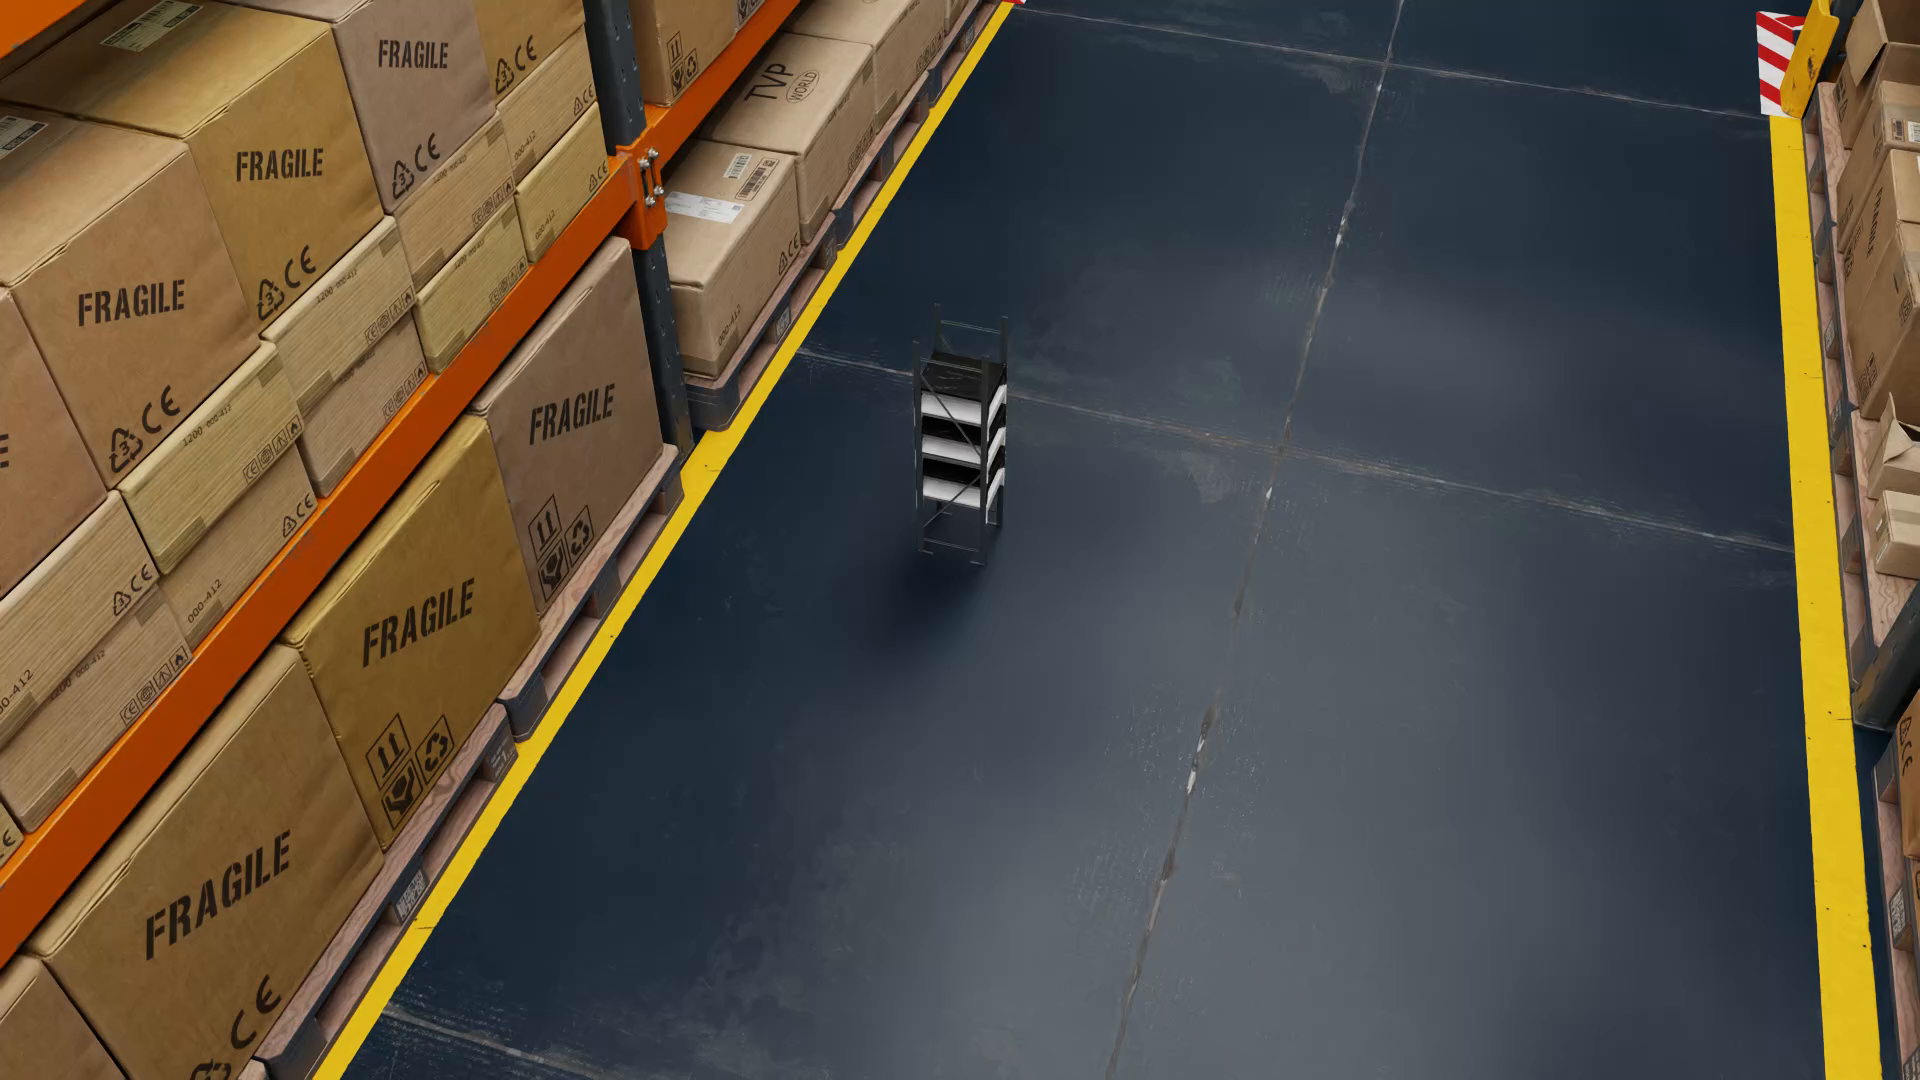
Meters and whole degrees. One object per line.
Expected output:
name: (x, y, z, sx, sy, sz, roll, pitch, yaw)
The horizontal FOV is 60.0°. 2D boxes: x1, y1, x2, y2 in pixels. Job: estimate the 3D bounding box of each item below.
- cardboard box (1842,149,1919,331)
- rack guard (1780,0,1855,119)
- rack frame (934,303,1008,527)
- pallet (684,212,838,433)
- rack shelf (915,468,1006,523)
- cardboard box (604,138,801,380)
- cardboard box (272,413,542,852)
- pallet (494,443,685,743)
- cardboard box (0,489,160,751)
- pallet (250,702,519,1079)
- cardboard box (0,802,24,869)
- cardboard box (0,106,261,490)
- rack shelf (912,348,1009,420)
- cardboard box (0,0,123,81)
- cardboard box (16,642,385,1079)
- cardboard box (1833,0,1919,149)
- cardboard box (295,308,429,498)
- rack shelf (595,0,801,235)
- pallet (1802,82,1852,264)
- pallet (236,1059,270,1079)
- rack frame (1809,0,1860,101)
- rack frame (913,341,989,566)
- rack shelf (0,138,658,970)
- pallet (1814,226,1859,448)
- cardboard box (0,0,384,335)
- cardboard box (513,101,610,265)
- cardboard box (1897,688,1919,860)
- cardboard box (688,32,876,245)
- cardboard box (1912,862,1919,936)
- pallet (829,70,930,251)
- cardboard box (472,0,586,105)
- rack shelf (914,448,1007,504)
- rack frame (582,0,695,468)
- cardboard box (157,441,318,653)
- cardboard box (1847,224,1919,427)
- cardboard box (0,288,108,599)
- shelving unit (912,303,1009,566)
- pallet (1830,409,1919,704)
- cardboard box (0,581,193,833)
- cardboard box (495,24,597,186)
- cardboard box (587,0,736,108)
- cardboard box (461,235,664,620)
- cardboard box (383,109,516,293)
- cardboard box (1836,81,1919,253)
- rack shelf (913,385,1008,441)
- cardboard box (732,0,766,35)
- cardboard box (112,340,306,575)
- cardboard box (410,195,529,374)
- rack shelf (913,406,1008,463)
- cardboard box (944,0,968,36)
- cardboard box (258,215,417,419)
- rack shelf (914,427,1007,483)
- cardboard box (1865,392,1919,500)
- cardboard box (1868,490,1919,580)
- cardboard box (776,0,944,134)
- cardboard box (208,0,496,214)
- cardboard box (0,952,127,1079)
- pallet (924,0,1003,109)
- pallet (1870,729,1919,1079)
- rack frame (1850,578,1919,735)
cardboard box: (3.650, -1.072, 6.188, 0.500, 0.500, 0.500, 13, 46, 13)
rack guard: (4.454, -2.152, 7.592, 1.175, 0.500, 0.348, 13, 46, 13)
rack frame: (0.033, -0.395, 5.510, 0.240, 0.900, 0.006, 13, 46, 12)
pallet: (-1.162, -0.972, 6.593, 1.003, 0.211, 1.213, 13, 46, 13)
rack shelf: (0.002, -0.175, 5.590, 0.258, 0.077, 0.200, 13, 46, 12)
cardboard box: (-1.174, -1.109, 6.270, 0.875, 0.438, 0.875, 12, 46, 12)
cardboard box: (-1.844, 0.165, 4.656, 0.875, 0.875, 0.875, 14, 46, 14)
pallet: (-1.628, 0.048, 5.550, 1.003, 0.211, 1.213, 13, 46, 13)
cardboard box: (-1.969, 0.103, 3.250, 0.500, 0.250, 0.500, 12, 46, 12)
pallet: (-1.996, 0.864, 4.716, 1.003, 0.211, 1.213, 13, 46, 13)
cardboard box: (-2.151, 0.622, 3.077, 0.500, 0.250, 0.500, 11, 46, 11)
cardboard box: (-1.827, -0.492, 3.322, 0.500, 0.500, 0.500, 13, 46, 13)
rack shelf: (0.002, -0.496, 5.275, 0.258, 0.077, 0.200, 13, 46, 12)
cardboard box: (-2.156, -0.961, 3.801, 0.500, 0.500, 0.500, 11, 46, 12)
cardboard box: (-2.115, 0.760, 4.047, 0.875, 0.875, 0.875, 13, 46, 13)
cardboard box: (4.201, -1.966, 7.099, 0.797, 0.503, 0.637, 11, 45, 11)
cardboard box: (-1.688, -0.401, 4.122, 0.500, 0.250, 0.500, 11, 46, 11)
rack shelf: (-0.861, -2.555, 6.730, 1.077, 0.370, 4.000, 13, 46, 13)
pallet: (4.213, -1.517, 7.150, 1.003, 0.211, 1.213, 13, 46, 13)
pallet: (-2.367, 1.675, 3.888, 1.003, 0.211, 1.213, 13, 46, 13)
rack frame: (4.477, -3.096, 6.769, 1.000, 3.000, 0.127, 13, 46, 13)
rack frame: (-0.028, -0.259, 5.372, 0.240, 0.900, 0.006, 13, 46, 12)
rack shelf: (-2.072, 0.112, 4.006, 1.077, 0.370, 4.000, 13, 46, 13)
pallet: (3.842, -0.706, 6.321, 1.003, 0.211, 1.213, 13, 46, 13)
cardboard box: (-1.684, -0.841, 3.678, 0.500, 0.500, 0.500, 14, 46, 14)
cardboard box: (-1.362, -1.073, 4.809, 0.500, 0.250, 0.500, 12, 46, 12)
cardboard box: (2.904, 0.588, 4.491, 0.500, 0.500, 0.500, 14, 46, 14)
cardboard box: (-0.904, -1.706, 6.880, 0.875, 0.438, 0.875, 11, 45, 11)
cardboard box: (2.752, 0.945, 4.126, 0.500, 0.500, 0.500, 12, 46, 12)
pallet: (-0.794, -1.788, 7.426, 1.003, 0.211, 1.213, 13, 46, 12)
cardboard box: (-1.363, -1.521, 4.373, 0.500, 0.500, 0.500, 14, 46, 14)
rack shelf: (0.002, -0.239, 5.527, 0.258, 0.077, 0.200, 13, 46, 12)
rack frame: (-1.467, -1.479, 5.116, 1.000, 3.000, 0.127, 13, 46, 13)
cardboard box: (-1.841, -0.056, 3.770, 0.500, 0.250, 0.500, 13, 46, 13)
cardboard box: (3.591, -0.712, 5.819, 0.700, 0.500, 0.500, 11, 45, 11)
cardboard box: (-1.983, -0.157, 2.979, 0.500, 0.500, 0.500, 14, 46, 14)
shelving unit: (0.002, -0.327, 5.441, 0.258, 0.900, 0.210, 13, 46, 12)
pallet: (3.474, 0.109, 5.487, 1.003, 0.211, 1.213, 13, 46, 13)
cardboard box: (-1.987, 0.274, 3.433, 0.500, 0.250, 0.500, 14, 46, 14)
cardboard box: (-1.368, -1.258, 4.641, 0.500, 0.250, 0.500, 12, 46, 12)
cardboard box: (-1.075, -1.772, 5.344, 0.500, 0.500, 0.500, 14, 46, 14)
cardboard box: (-1.578, -0.439, 5.273, 0.875, 0.875, 0.875, 14, 46, 14)
cardboard box: (-1.513, -0.924, 4.299, 0.500, 0.250, 0.500, 14, 46, 13)
cardboard box: (3.905, -1.404, 6.527, 0.700, 0.500, 0.500, 14, 46, 14)
rack shelf: (0.002, -0.432, 5.338, 0.258, 0.077, 0.200, 13, 46, 12)
cardboard box: (-0.919, -2.106, 5.686, 0.500, 0.500, 0.500, 13, 46, 13)
cardboard box: (-1.803, -0.232, 3.592, 0.500, 0.250, 0.500, 13, 46, 13)
cardboard box: (-1.517, -0.733, 4.462, 0.500, 0.250, 0.500, 12, 46, 12)
rack shelf: (0.002, -0.368, 5.401, 0.258, 0.077, 0.200, 13, 46, 12)
cardboard box: (-0.360, -2.918, 8.119, 0.875, 0.438, 0.875, 11, 45, 11)
cardboard box: (-1.664, -0.577, 3.945, 0.500, 0.250, 0.500, 14, 46, 13)
rack shelf: (0.002, -0.303, 5.464, 0.258, 0.077, 0.200, 13, 46, 12)
cardboard box: (3.262, -0.274, 5.540, 0.396, 0.266, 0.258, 14, 46, 14)
cardboard box: (3.154, 0.005, 5.338, 0.380, 0.149, 0.250, 11, 45, 11)
cardboard box: (-0.629, -2.306, 7.494, 0.875, 0.438, 0.875, 14, 46, 14)
cardboard box: (-1.512, -1.174, 4.019, 0.500, 0.500, 0.500, 13, 46, 13)
cardboard box: (-2.390, 1.354, 3.440, 0.875, 0.875, 0.875, 12, 46, 12)
pallet: (-0.423, -2.599, 8.255, 1.003, 0.211, 1.213, 13, 46, 13)
pallet: (3.055, 1.117, 4.458, 1.003, 0.211, 1.213, 13, 46, 13)
rack frame: (3.265, -0.430, 4.045, 1.000, 3.000, 0.127, 13, 46, 13)
